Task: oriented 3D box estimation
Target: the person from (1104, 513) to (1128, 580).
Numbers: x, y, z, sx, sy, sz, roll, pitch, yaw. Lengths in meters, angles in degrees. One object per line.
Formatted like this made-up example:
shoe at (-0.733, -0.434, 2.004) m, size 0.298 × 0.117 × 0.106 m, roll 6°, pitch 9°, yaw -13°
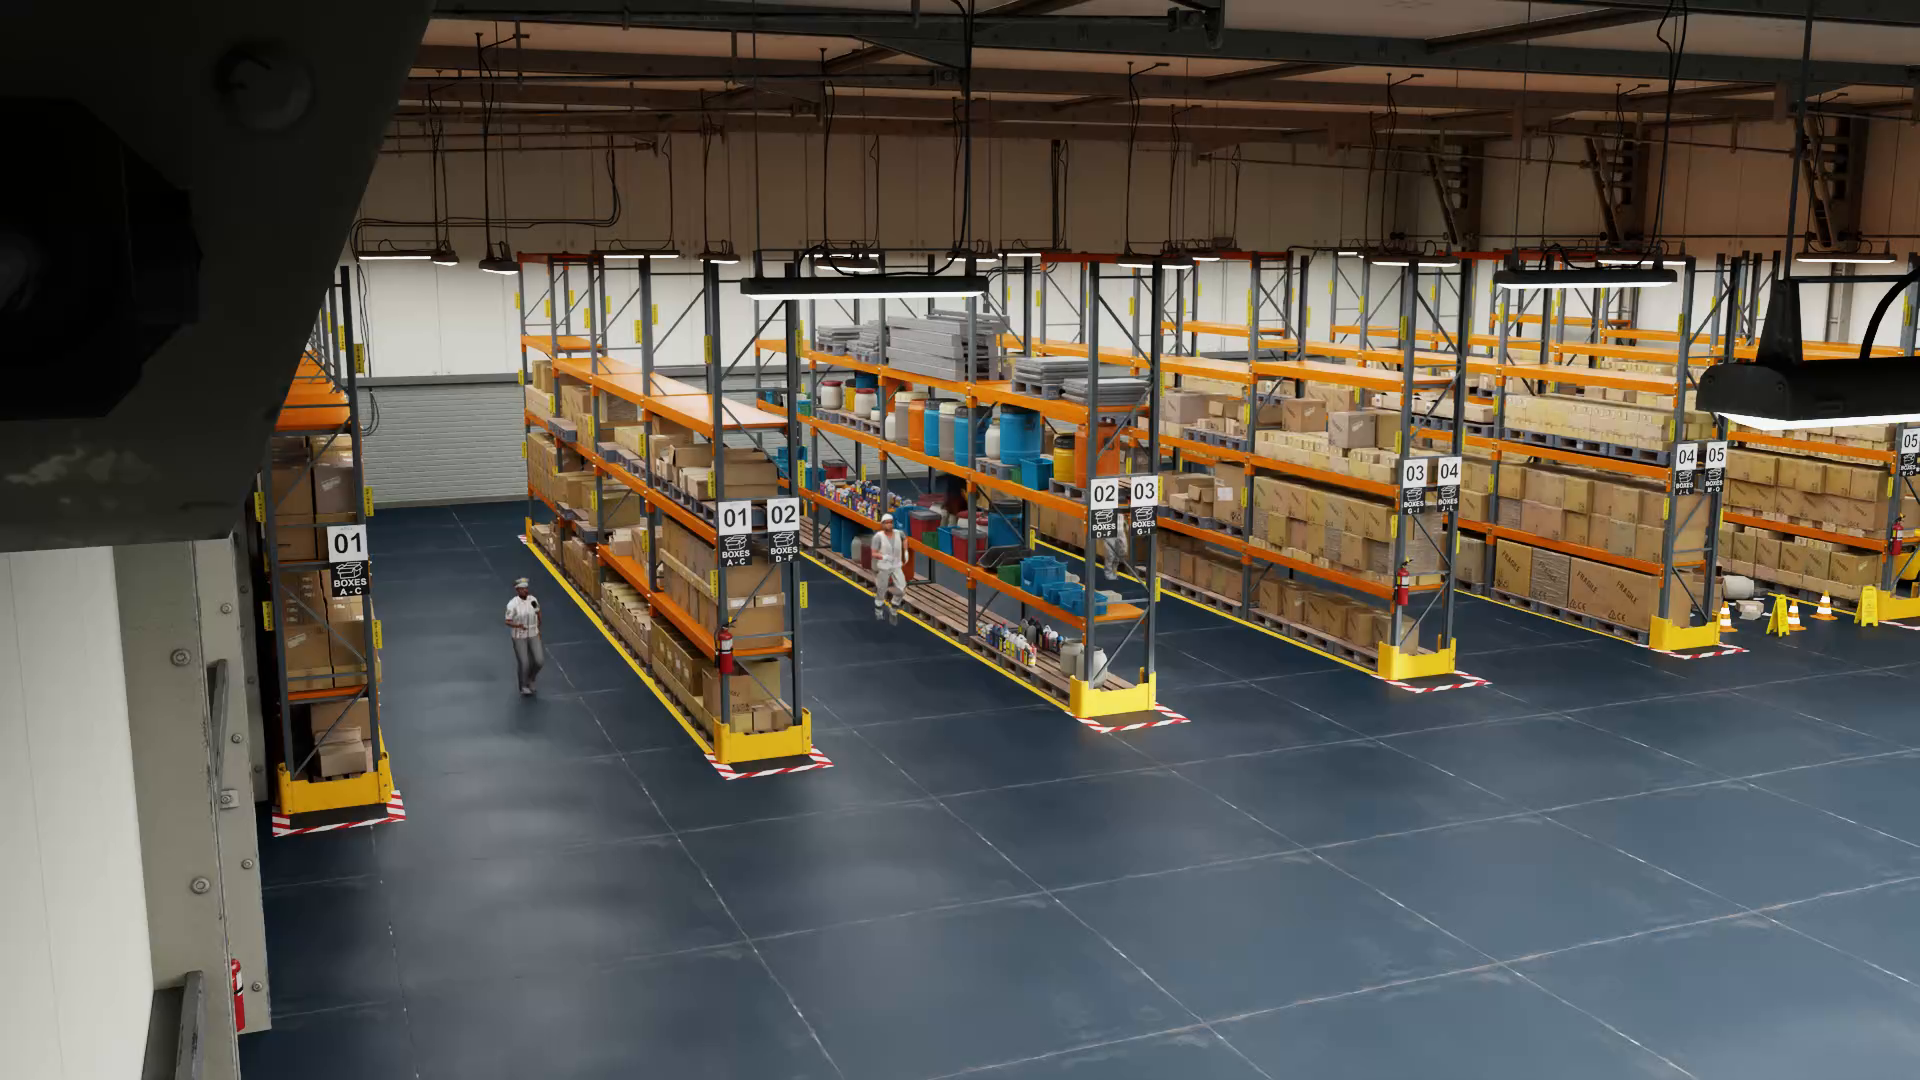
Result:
person at (2.736, -0.137, 29.353) m, size 0.672 × 1.770 × 0.567 m, roll -5°, pitch 12°, yaw -26°

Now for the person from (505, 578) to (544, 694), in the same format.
person at (-5.982, 1.345, 23.029) m, size 0.563 × 1.658 × 0.572 m, roll -7°, pitch 12°, yaw -32°

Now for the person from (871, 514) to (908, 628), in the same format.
person at (-1.072, 0.476, 25.931) m, size 0.675 × 1.810 × 0.830 m, roll -3°, pitch 11°, yaw -18°

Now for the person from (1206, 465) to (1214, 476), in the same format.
person at (6.648, -2.176, 42.332) m, size 0.973 × 1.789 × 0.676 m, roll -5°, pitch 11°, yaw -25°
